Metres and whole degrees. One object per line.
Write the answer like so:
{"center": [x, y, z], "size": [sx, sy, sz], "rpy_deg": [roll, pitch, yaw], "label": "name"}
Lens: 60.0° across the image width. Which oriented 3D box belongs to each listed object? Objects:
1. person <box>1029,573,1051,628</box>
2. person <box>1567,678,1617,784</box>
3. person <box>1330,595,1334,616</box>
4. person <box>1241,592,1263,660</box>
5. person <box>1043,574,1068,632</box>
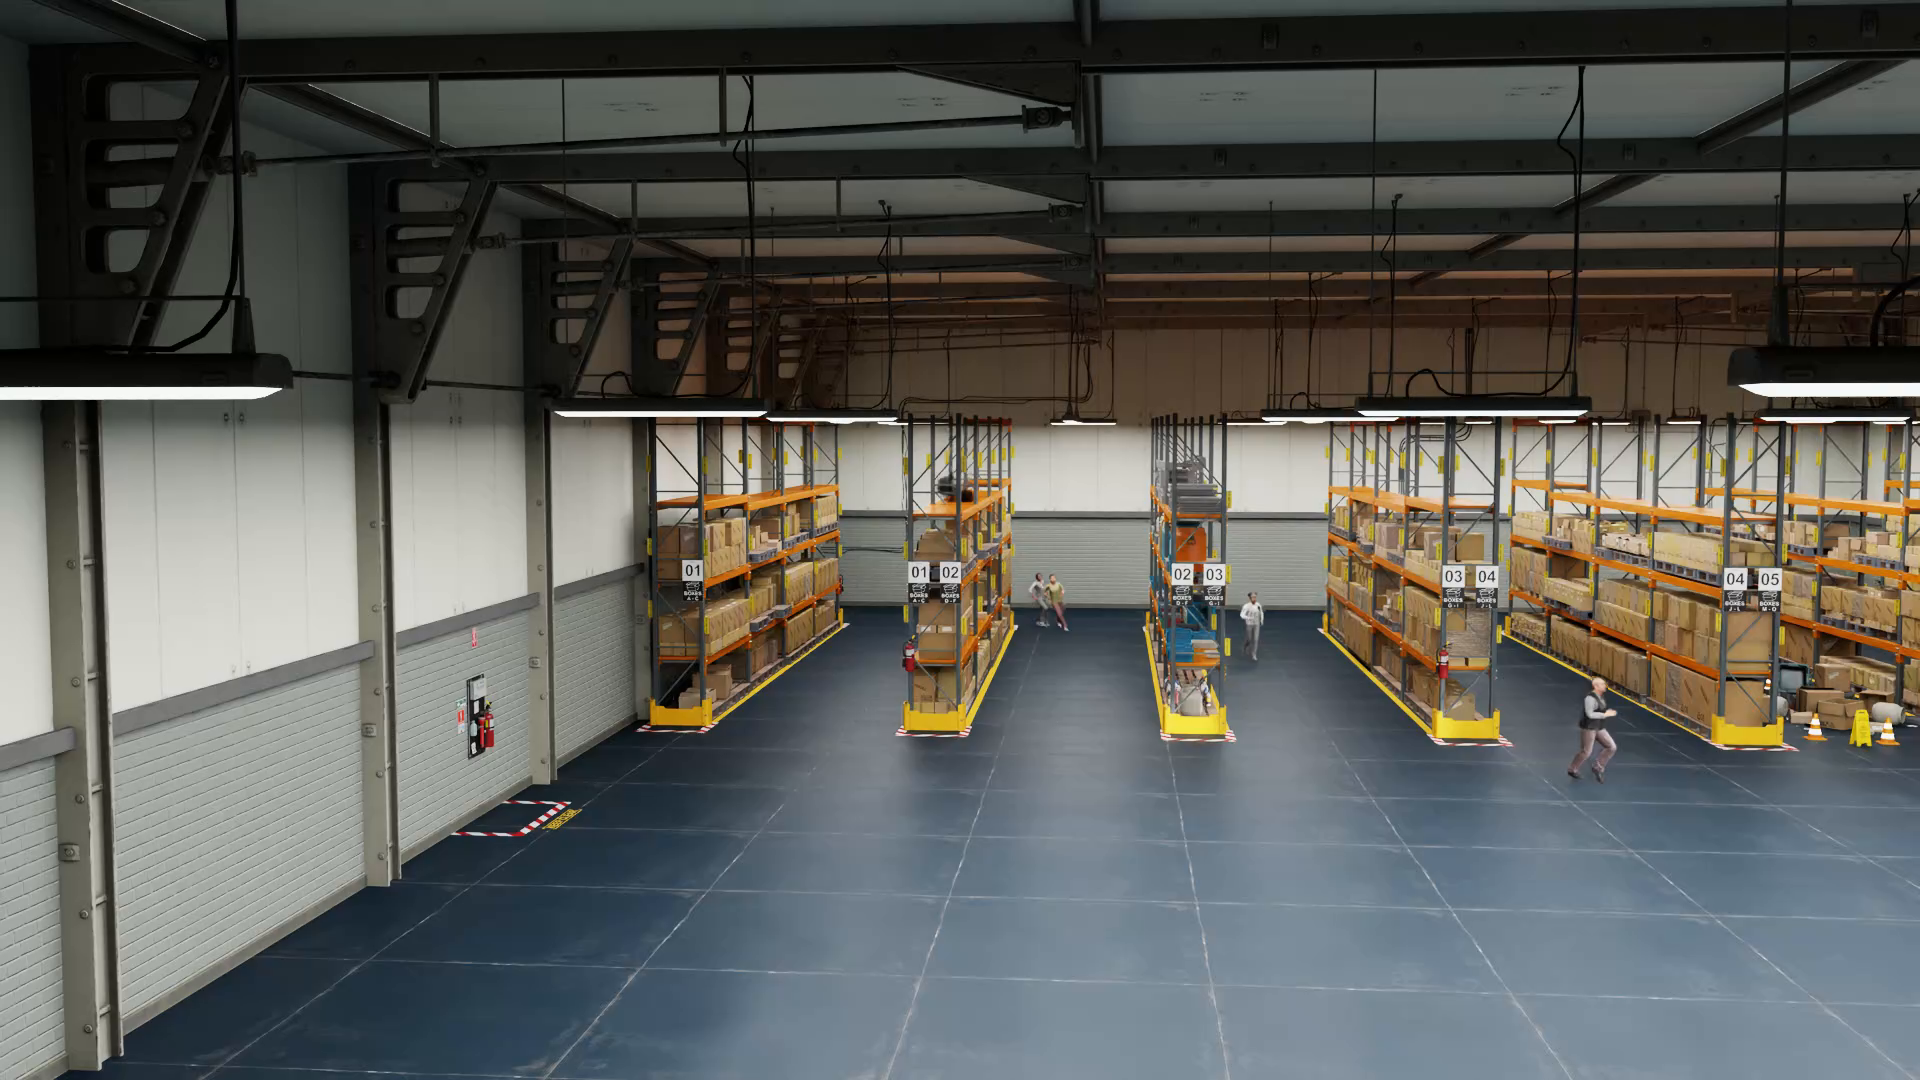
{"center": [2.301, 1.727, 47.844], "size": [0.588, 1.590, 0.614], "rpy_deg": [-4, 5, -44], "label": "person"}
{"center": [10.184, 3.065, 26.755], "size": [0.812, 1.720, 0.681], "rpy_deg": [4, 5, 44], "label": "person"}
{"center": [10.911, 1.672, 47.988], "size": [0.849, 1.686, 0.593], "rpy_deg": [3, 5, 38], "label": "person"}
{"center": [7.248, 2.108, 41.241], "size": [0.626, 1.669, 0.760], "rpy_deg": [0, 4, -7], "label": "person"}
{"center": [2.684, 1.761, 47.086], "size": [0.634, 1.606, 0.841], "rpy_deg": [-1, 4, -15], "label": "person"}
